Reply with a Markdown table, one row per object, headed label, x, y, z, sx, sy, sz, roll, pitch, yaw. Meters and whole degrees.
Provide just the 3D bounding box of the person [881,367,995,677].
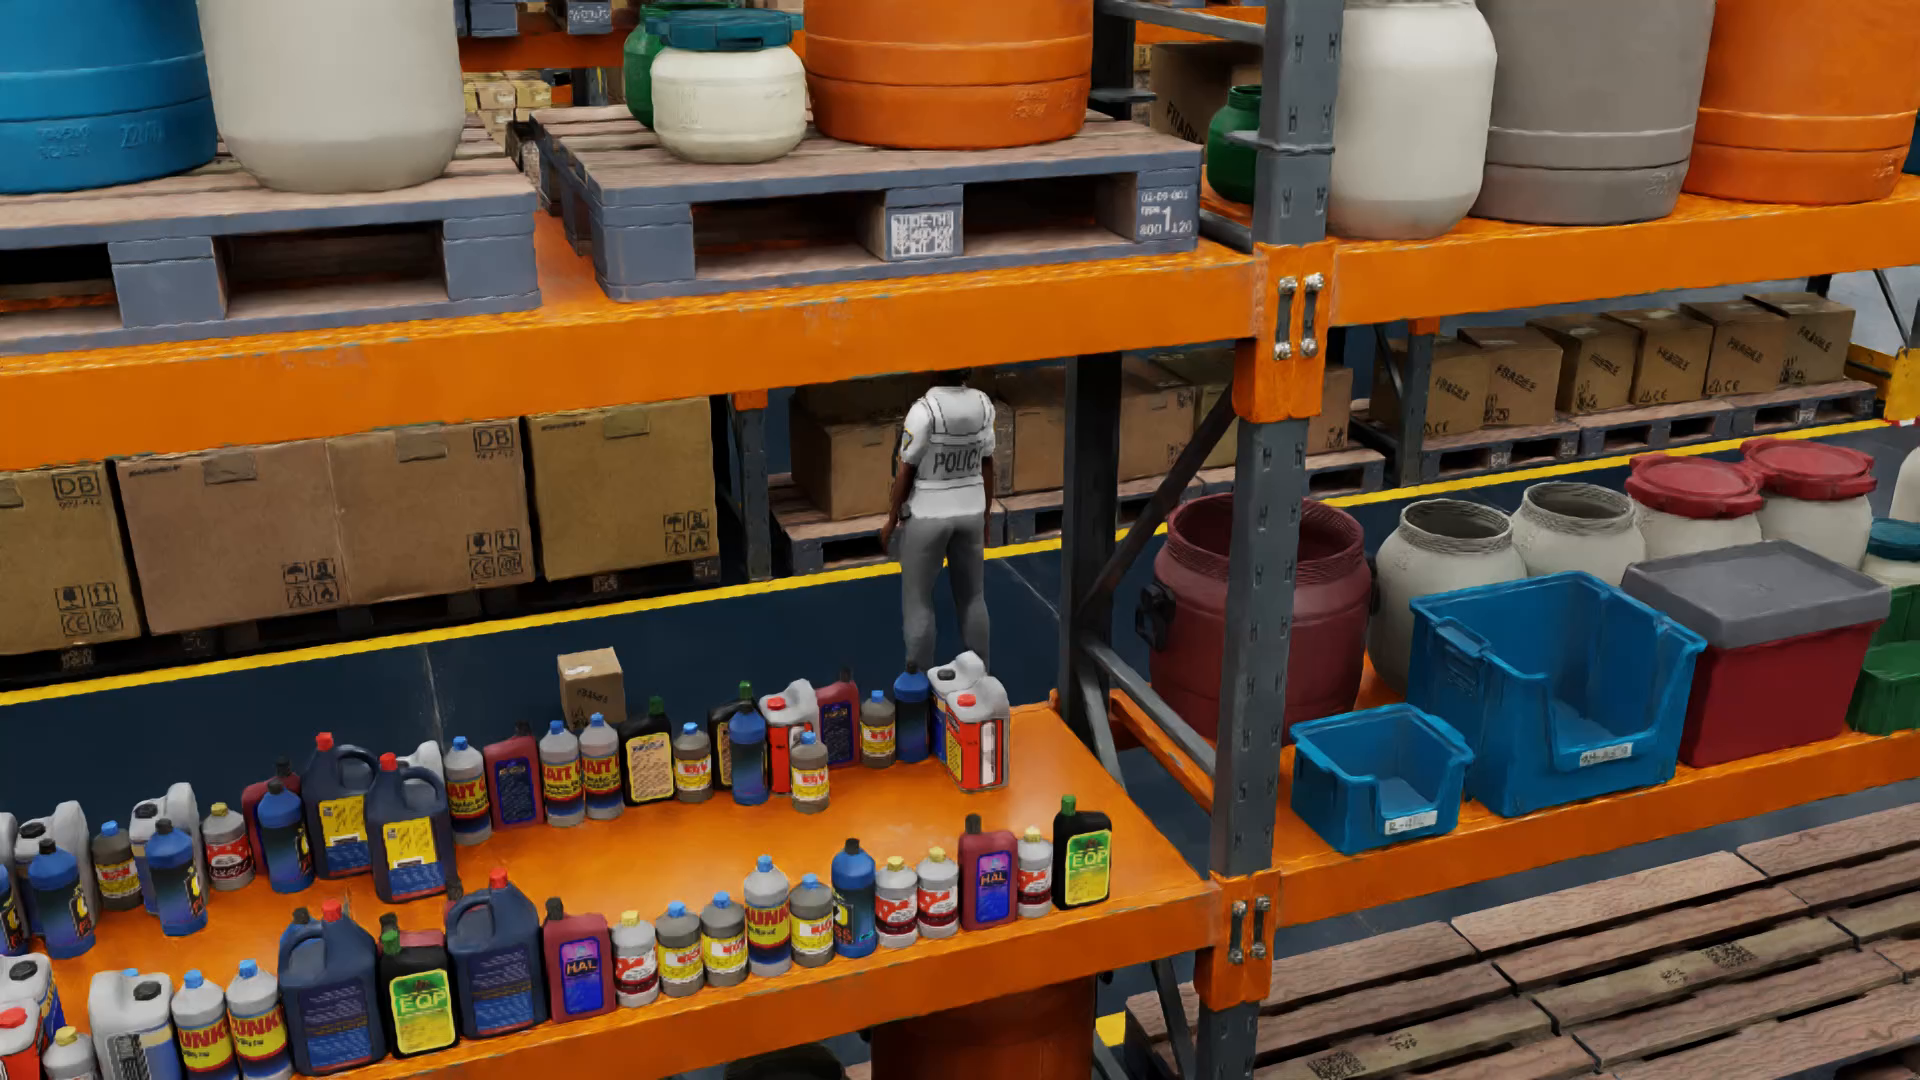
| label | x | y | z | sx | sy | sz | roll | pitch | yaw |
| --- | --- | --- | --- | --- | --- | --- | --- | --- | --- |
| person | -0.079 | -0.084 | 7.229 | 0.501 | 1.677 | 0.359 | -14 | 26 | -30 |
